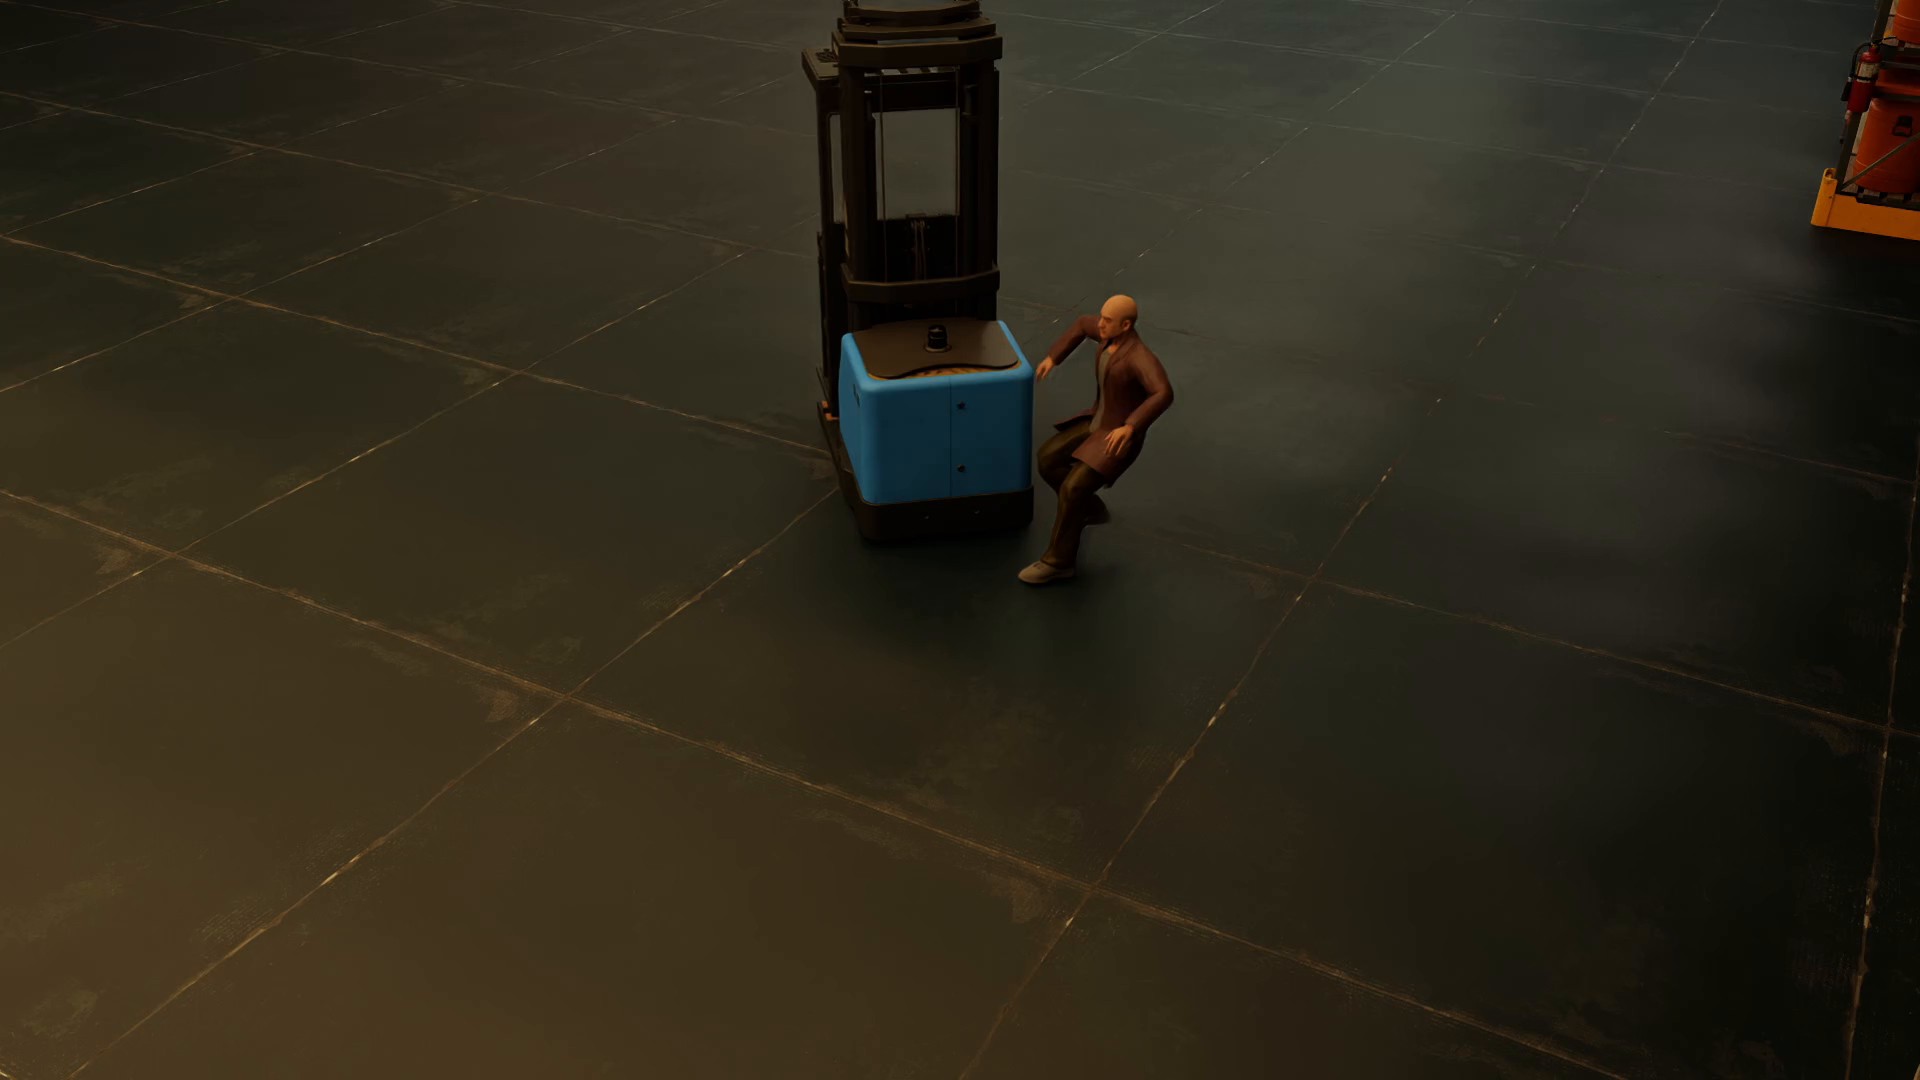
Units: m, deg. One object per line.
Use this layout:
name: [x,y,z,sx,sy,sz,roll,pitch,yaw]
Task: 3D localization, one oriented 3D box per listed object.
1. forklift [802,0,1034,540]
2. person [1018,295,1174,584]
forklift: [-0.361,-1.988,10.516,1.130,2.935,3.031,-6,31,-10]
person: [0.670,-0.591,9.418,0.854,1.612,1.125,-10,31,-17]
